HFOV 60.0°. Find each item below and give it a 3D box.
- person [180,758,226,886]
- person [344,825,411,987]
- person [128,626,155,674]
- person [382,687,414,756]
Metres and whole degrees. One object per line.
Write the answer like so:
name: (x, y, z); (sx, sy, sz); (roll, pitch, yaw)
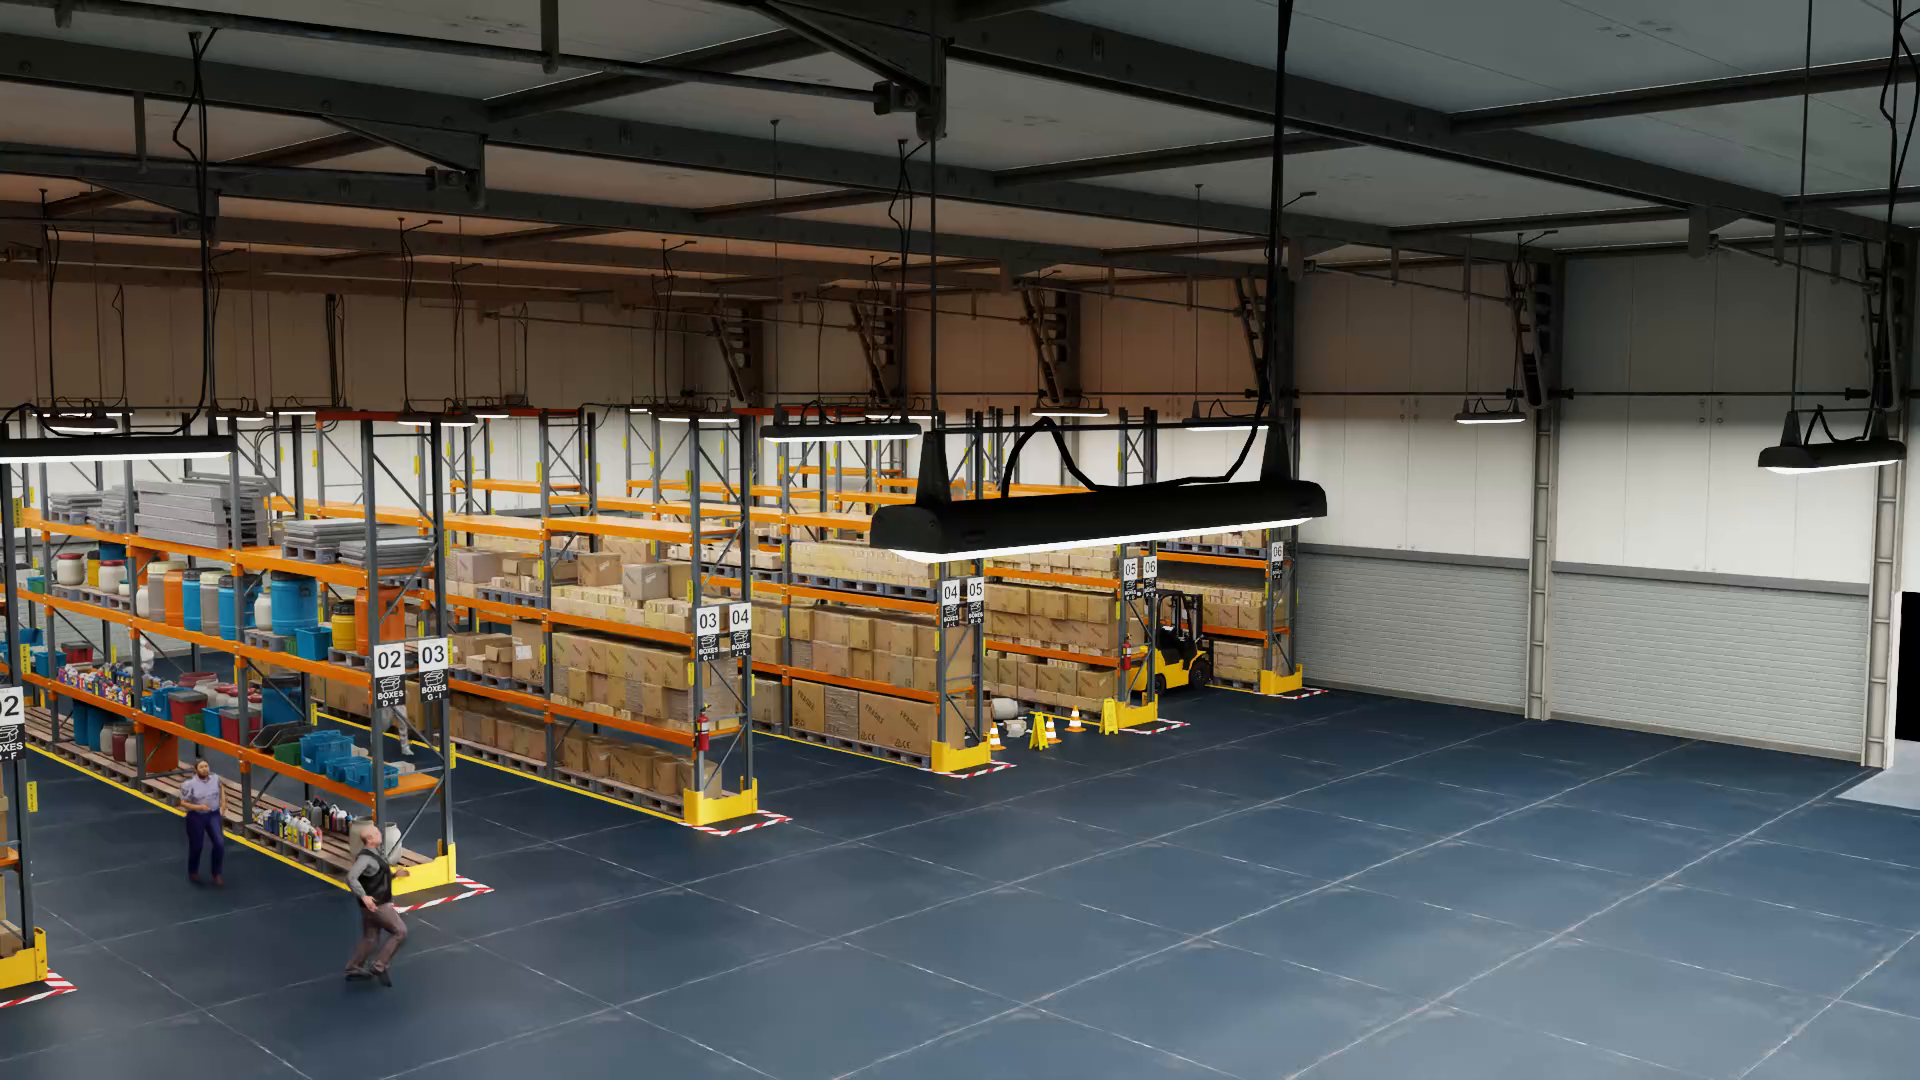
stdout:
person: (-9.709, 3.641, 21.386); (0.617, 1.713, 0.717); (-5, 7, -43)
person: (-6.229, 3.906, 17.764); (0.711, 1.742, 0.631); (-2, 5, -21)
person: (-17.576, 2.333, 35.575); (0.632, 1.746, 0.718); (-4, 6, -36)
person: (-9.893, 2.855, 29.006); (1.004, 1.759, 0.690); (4, 7, 41)
